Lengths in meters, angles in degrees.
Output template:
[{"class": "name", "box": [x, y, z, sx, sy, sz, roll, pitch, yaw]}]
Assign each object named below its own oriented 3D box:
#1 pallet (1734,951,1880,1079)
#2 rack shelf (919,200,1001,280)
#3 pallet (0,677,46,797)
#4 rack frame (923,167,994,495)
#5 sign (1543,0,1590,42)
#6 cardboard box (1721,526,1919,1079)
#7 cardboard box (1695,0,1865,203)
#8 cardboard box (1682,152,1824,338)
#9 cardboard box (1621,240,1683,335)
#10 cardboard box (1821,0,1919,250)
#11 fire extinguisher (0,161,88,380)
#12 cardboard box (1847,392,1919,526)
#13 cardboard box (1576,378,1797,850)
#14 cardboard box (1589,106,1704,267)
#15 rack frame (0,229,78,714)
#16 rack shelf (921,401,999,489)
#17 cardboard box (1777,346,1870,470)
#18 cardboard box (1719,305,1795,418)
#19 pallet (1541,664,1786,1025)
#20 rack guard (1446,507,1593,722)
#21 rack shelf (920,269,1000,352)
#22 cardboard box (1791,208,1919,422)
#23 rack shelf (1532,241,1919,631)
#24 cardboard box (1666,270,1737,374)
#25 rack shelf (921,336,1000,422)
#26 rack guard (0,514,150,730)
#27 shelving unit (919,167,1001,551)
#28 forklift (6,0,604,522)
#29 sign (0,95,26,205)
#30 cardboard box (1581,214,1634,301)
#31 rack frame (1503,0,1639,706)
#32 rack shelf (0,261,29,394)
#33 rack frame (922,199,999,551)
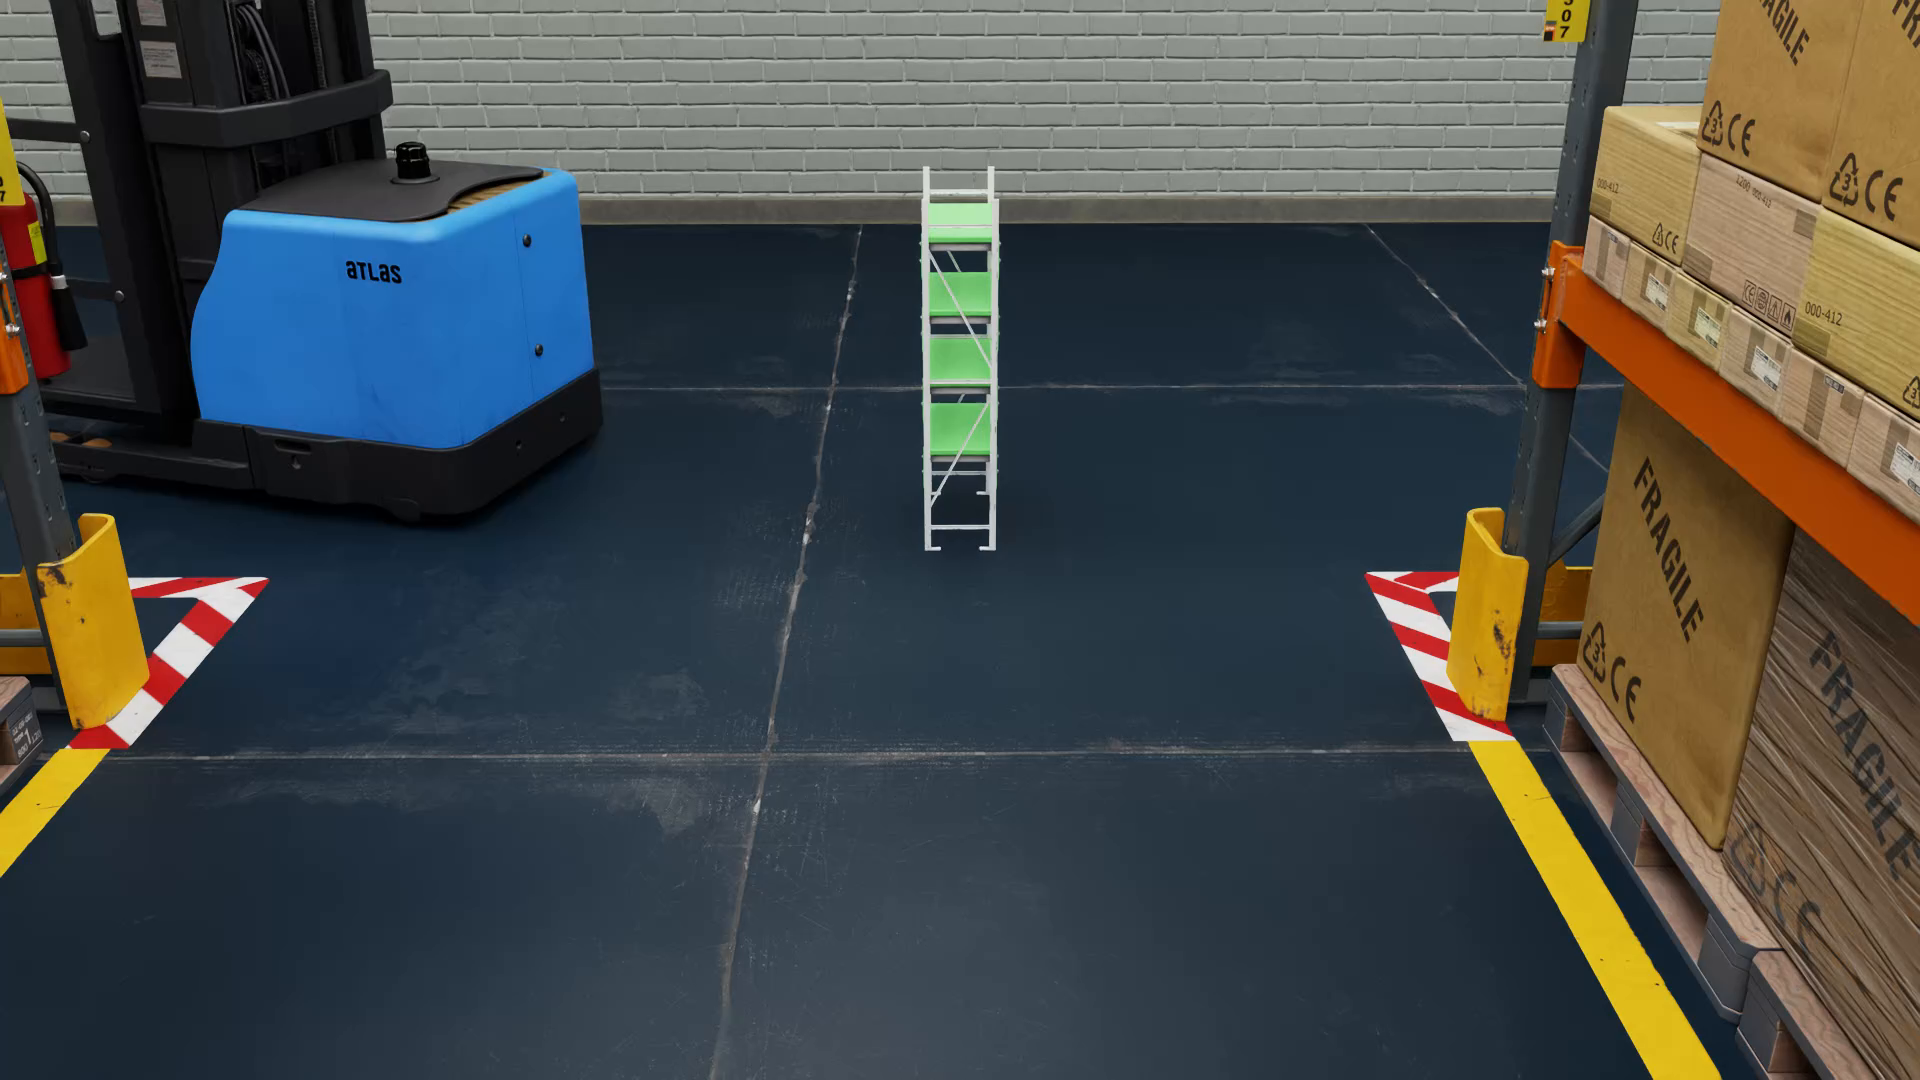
[{"class": "pallet", "box": [2.113, 1.177, 2.892, 1.003, 0.211, 1.213, 0, 24, -1]}, {"class": "rack shelf", "box": [-0.002, -0.994, 5.482, 0.258, 0.148, 0.480, 0, 24, -1]}, {"class": "pallet", "box": [-2.967, 0.708, 3.928, 1.003, 0.211, 1.213, 0, 24, -1]}, {"class": "rack frame", "box": [-0.004, -0.715, 5.876, 0.240, 1.200, 0.015, 0, 24, -1]}, {"class": "sign", "box": [1.461, -1.355, 3.959, 0.100, 0.325, 0.005, 0, 24, -1]}, {"class": "cardboard box", "box": [2.113, 0.491, 3.094, 0.875, 0.875, 0.875, 0, 24, -1]}, {"class": "cardboard box", "box": [1.756, -0.928, 3.074, 0.500, 0.500, 0.500, -1, 24, -2]}, {"class": "cardboard box", "box": [1.763, -0.578, 3.210, 0.500, 0.250, 0.500, -1, 24, -1]}, {"class": "cardboard box", "box": [1.694, -0.557, 3.645, 0.380, 0.149, 0.250, -1, 24, -1]}, {"class": "cardboard box", "box": [1.768, -0.715, 2.602, 0.500, 0.500, 0.500, -1, 24, -2]}, {"class": "fire extinguisher", "box": [-2.484, -0.761, 4.340, 0.296, 0.674, 0.183, 0, 24, -1]}, {"class": "cardboard box", "box": [1.706, -0.132, 2.708, 0.380, 0.149, 0.250, -1, 24, -1]}, {"class": "cardboard box", "box": [2.103, 0.116, 3.923, 0.875, 0.875, 0.875, 0, 24, -1]}, {"class": "cardboard box", "box": [1.751, -0.793, 3.684, 0.500, 0.250, 0.500, -1, 24, -2]}, {"class": "rack frame", "box": [-2.937, -0.902, 4.105, 1.000, 3.000, 0.127, 0, 24, -1]}, {"class": "rack shelf", "box": [-0.002, -0.338, 5.779, 0.258, 0.148, 0.480, 0, 24, -1]}, {"class": "cardboard box", "box": [1.703, -0.239, 2.943, 0.380, 0.149, 0.250, -1, 24, -2]}, {"class": "cardboard box", "box": [1.701, -0.344, 3.174, 0.380, 0.149, 0.250, -1, 24, -1]}, {"class": "pallet", "box": [2.103, 0.675, 4.001, 1.003, 0.211, 1.213, 0, 24, -1]}, {"class": "rack guard", "box": [2.015, 0.205, 4.691, 1.175, 0.500, 0.348, 0, 24, -1]}, {"class": "rack shelf", "box": [-0.002, -0.775, 5.581, 0.258, 0.148, 0.480, 0, 24, -1]}, {"class": "cardboard box", "box": [1.765, -0.371, 2.752, 0.500, 0.250, 0.500, -1, 24, -2]}, {"class": "rack shelf", "box": [2.038, 0.227, 2.480, 1.077, 0.370, 4.000, 0, 24, -1]}, {"class": "cardboard box", "box": [1.697, -0.451, 3.412, 0.380, 0.149, 0.250, -1, 24, -2]}, {"class": "rack shelf", "box": [-0.002, -0.557, 5.680, 0.258, 0.148, 0.480, 0, 24, -1]}, {"class": "rack guard", "box": [-2.950, 0.227, 4.642, 1.175, 0.500, 0.348, 0, 24, -1]}, {"class": "shelving unit", "box": [-0.002, -0.615, 5.654, 0.258, 1.200, 0.503, 0, 24, -1]}, {"class": "forklift", "box": [-2.988, -1.743, 6.047, 3.031, 2.935, 1.130, 8, 25, 16]}, {"class": "sign", "box": [-2.387, -0.986, 4.091, 0.100, 0.325, 0.005, 0, 24, -1]}, {"class": "cardboard box", "box": [1.690, -0.662, 3.879, 0.380, 0.149, 0.250, 0, 24, 0]}, {"class": "rack frame", "box": [2.016, -0.924, 4.154, 1.000, 3.000, 0.127, 0, 24, -1]}, {"class": "rack shelf", "box": [-2.915, 0.250, 2.431, 1.077, 0.370, 4.000, 0, 24, -1]}, {"class": "rack frame", "box": [0.001, -0.514, 5.431, 0.240, 1.200, 0.015, 0, 24, -1]}]
